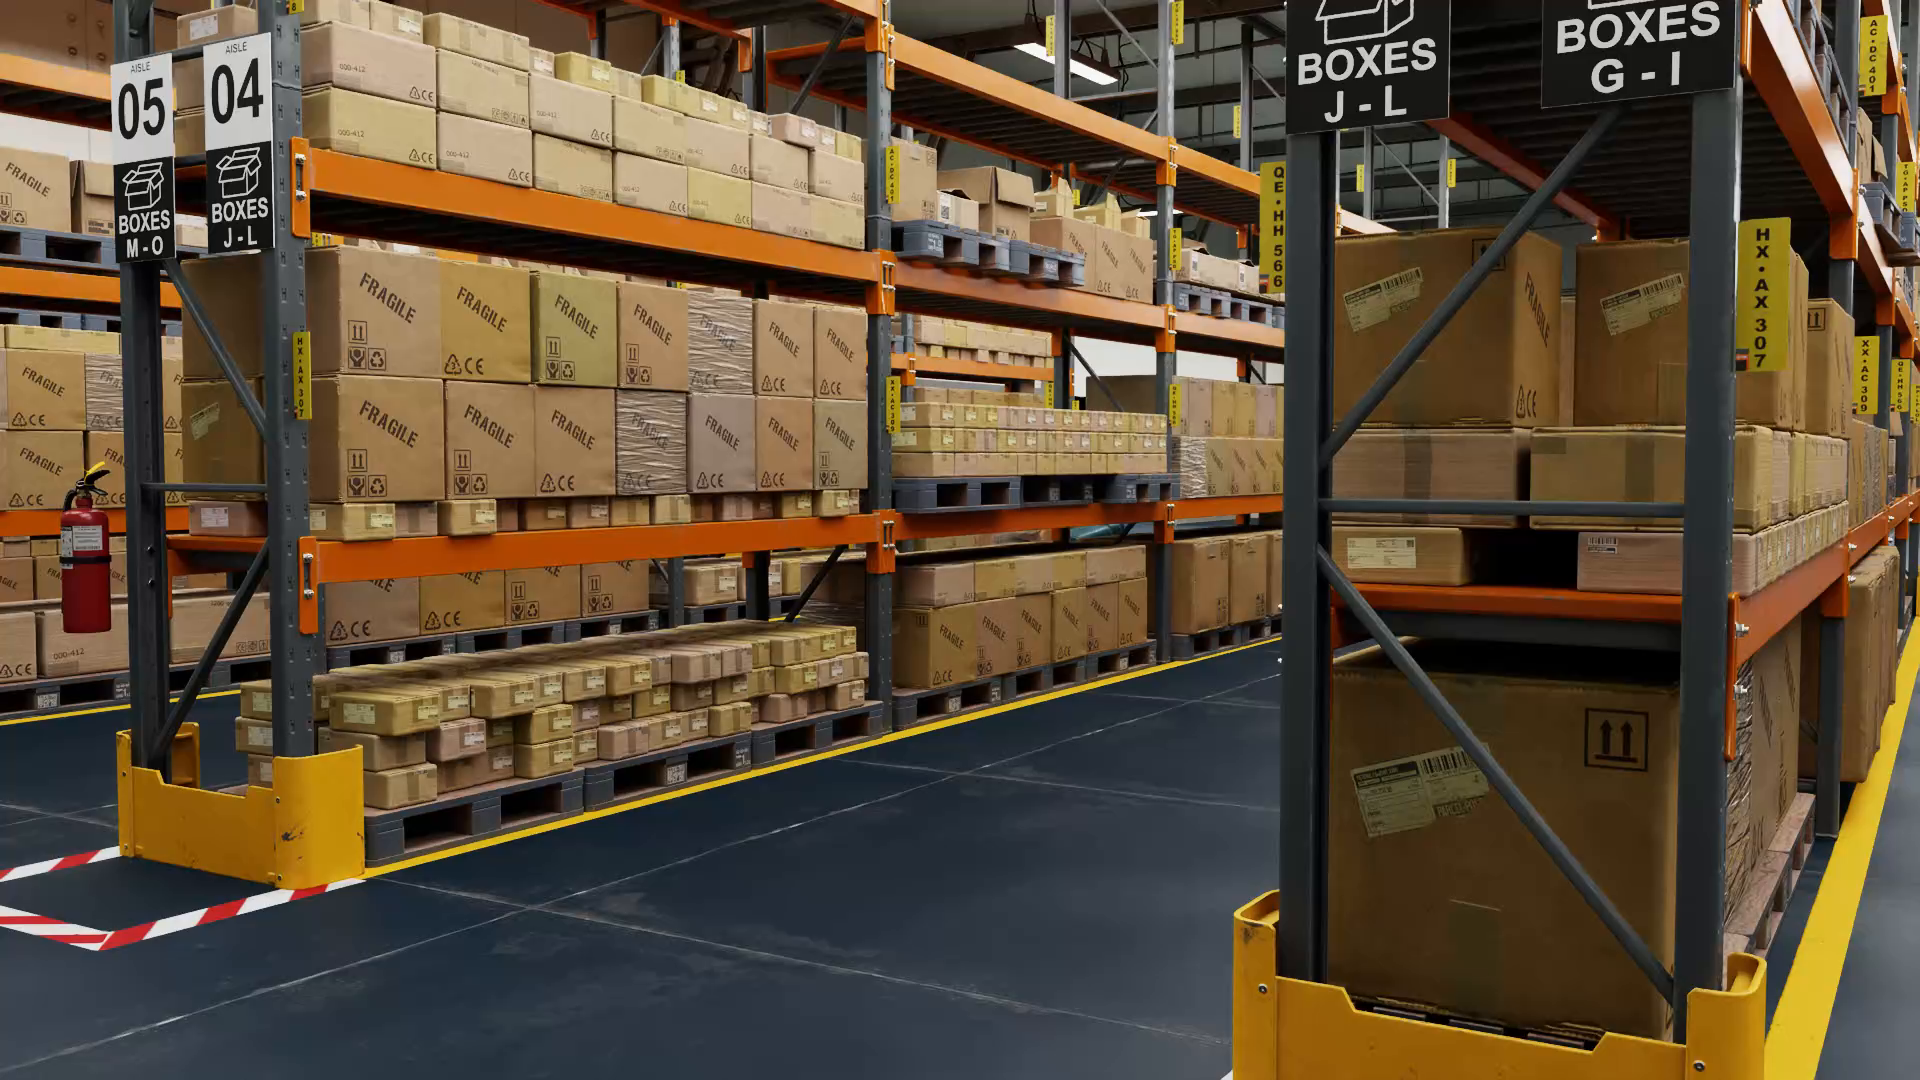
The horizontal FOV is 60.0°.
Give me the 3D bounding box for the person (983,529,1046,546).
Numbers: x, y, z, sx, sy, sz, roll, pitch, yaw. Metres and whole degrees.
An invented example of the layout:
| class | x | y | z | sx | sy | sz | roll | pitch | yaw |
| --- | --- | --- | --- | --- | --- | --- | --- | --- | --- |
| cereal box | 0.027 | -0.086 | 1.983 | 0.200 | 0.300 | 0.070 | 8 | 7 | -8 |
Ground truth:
| class | x | y | z | sx | sy | sz | roll | pitch | yaw |
| --- | --- | --- | --- | --- | --- | --- | --- | --- | --- |
| person | 0.540 | -0.059 | 16.209 | 0.649 | 1.759 | 0.637 | -1 | 3 | -14 |
